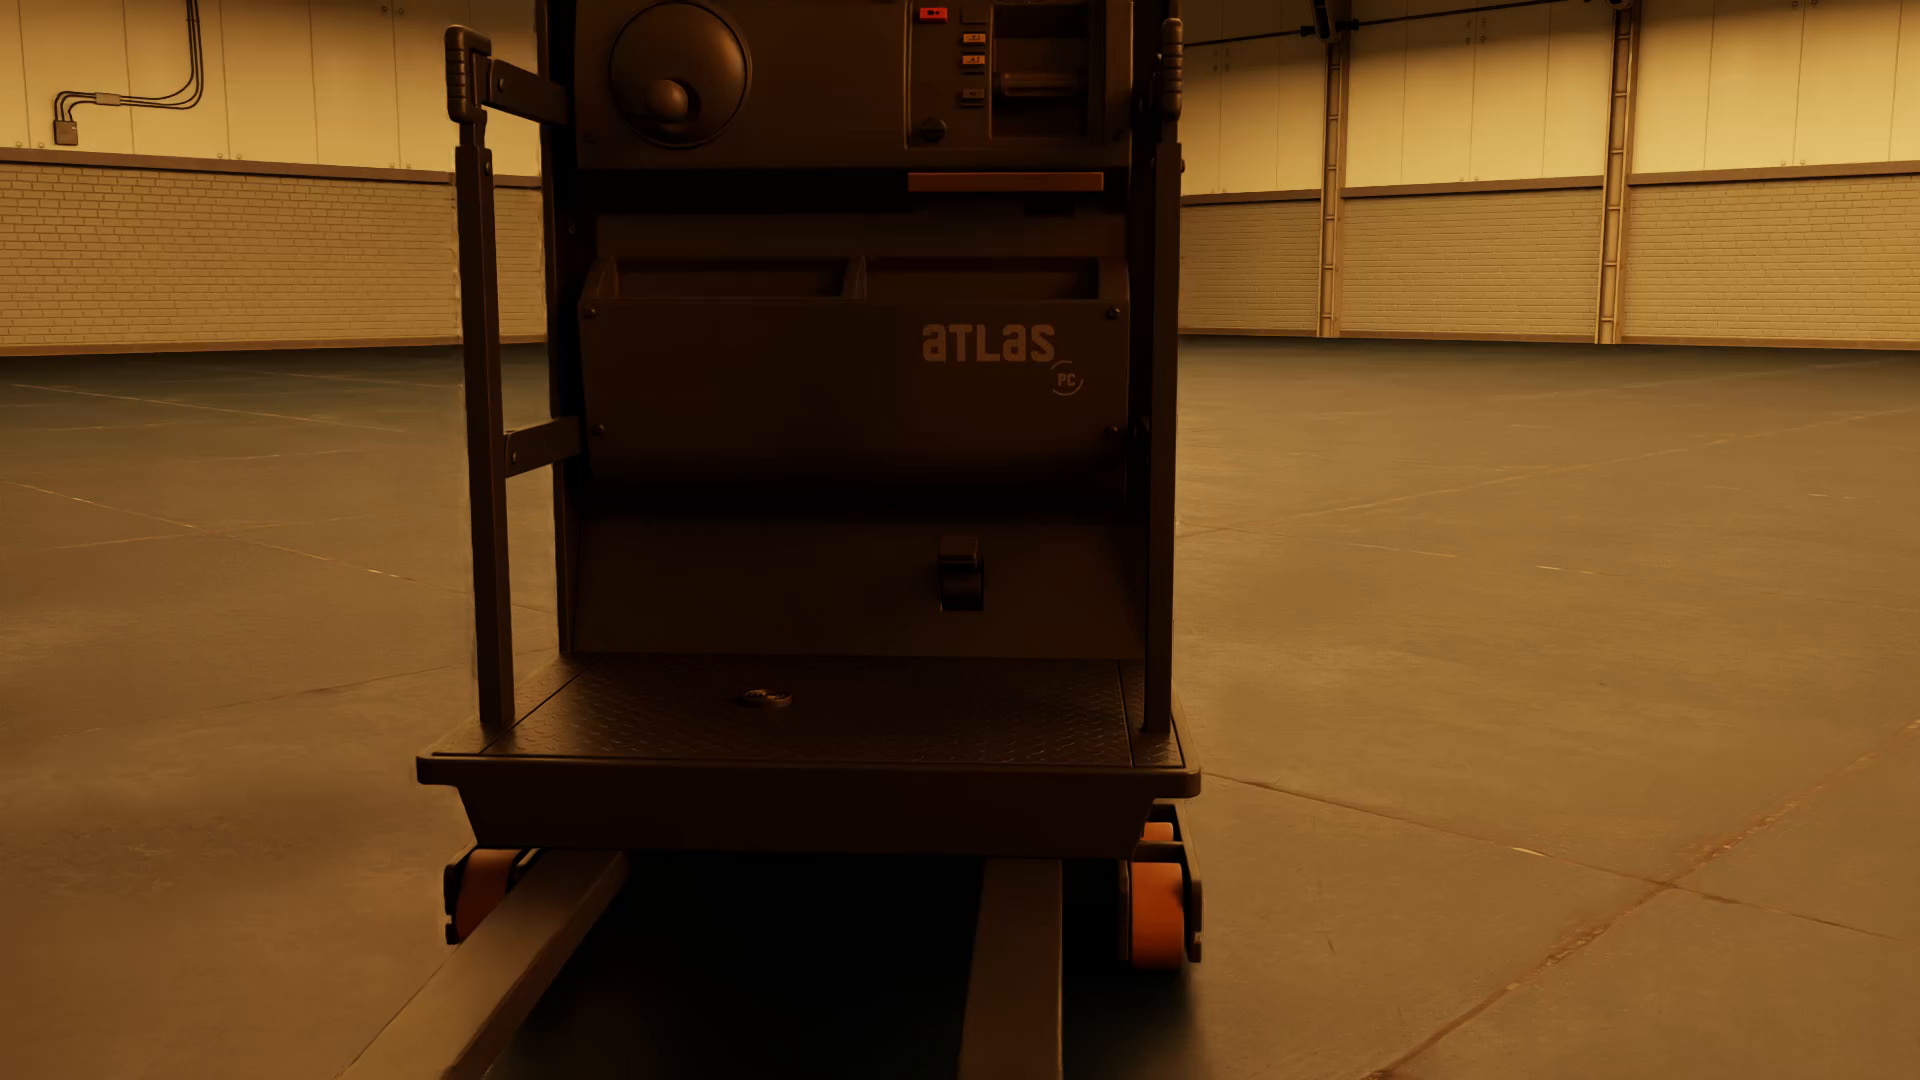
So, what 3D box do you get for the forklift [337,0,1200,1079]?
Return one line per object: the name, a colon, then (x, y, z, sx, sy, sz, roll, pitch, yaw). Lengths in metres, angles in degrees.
forklift: (-0.186, -0.866, 2.622, 1.130, 2.935, 3.031, 1, 9, 3)
